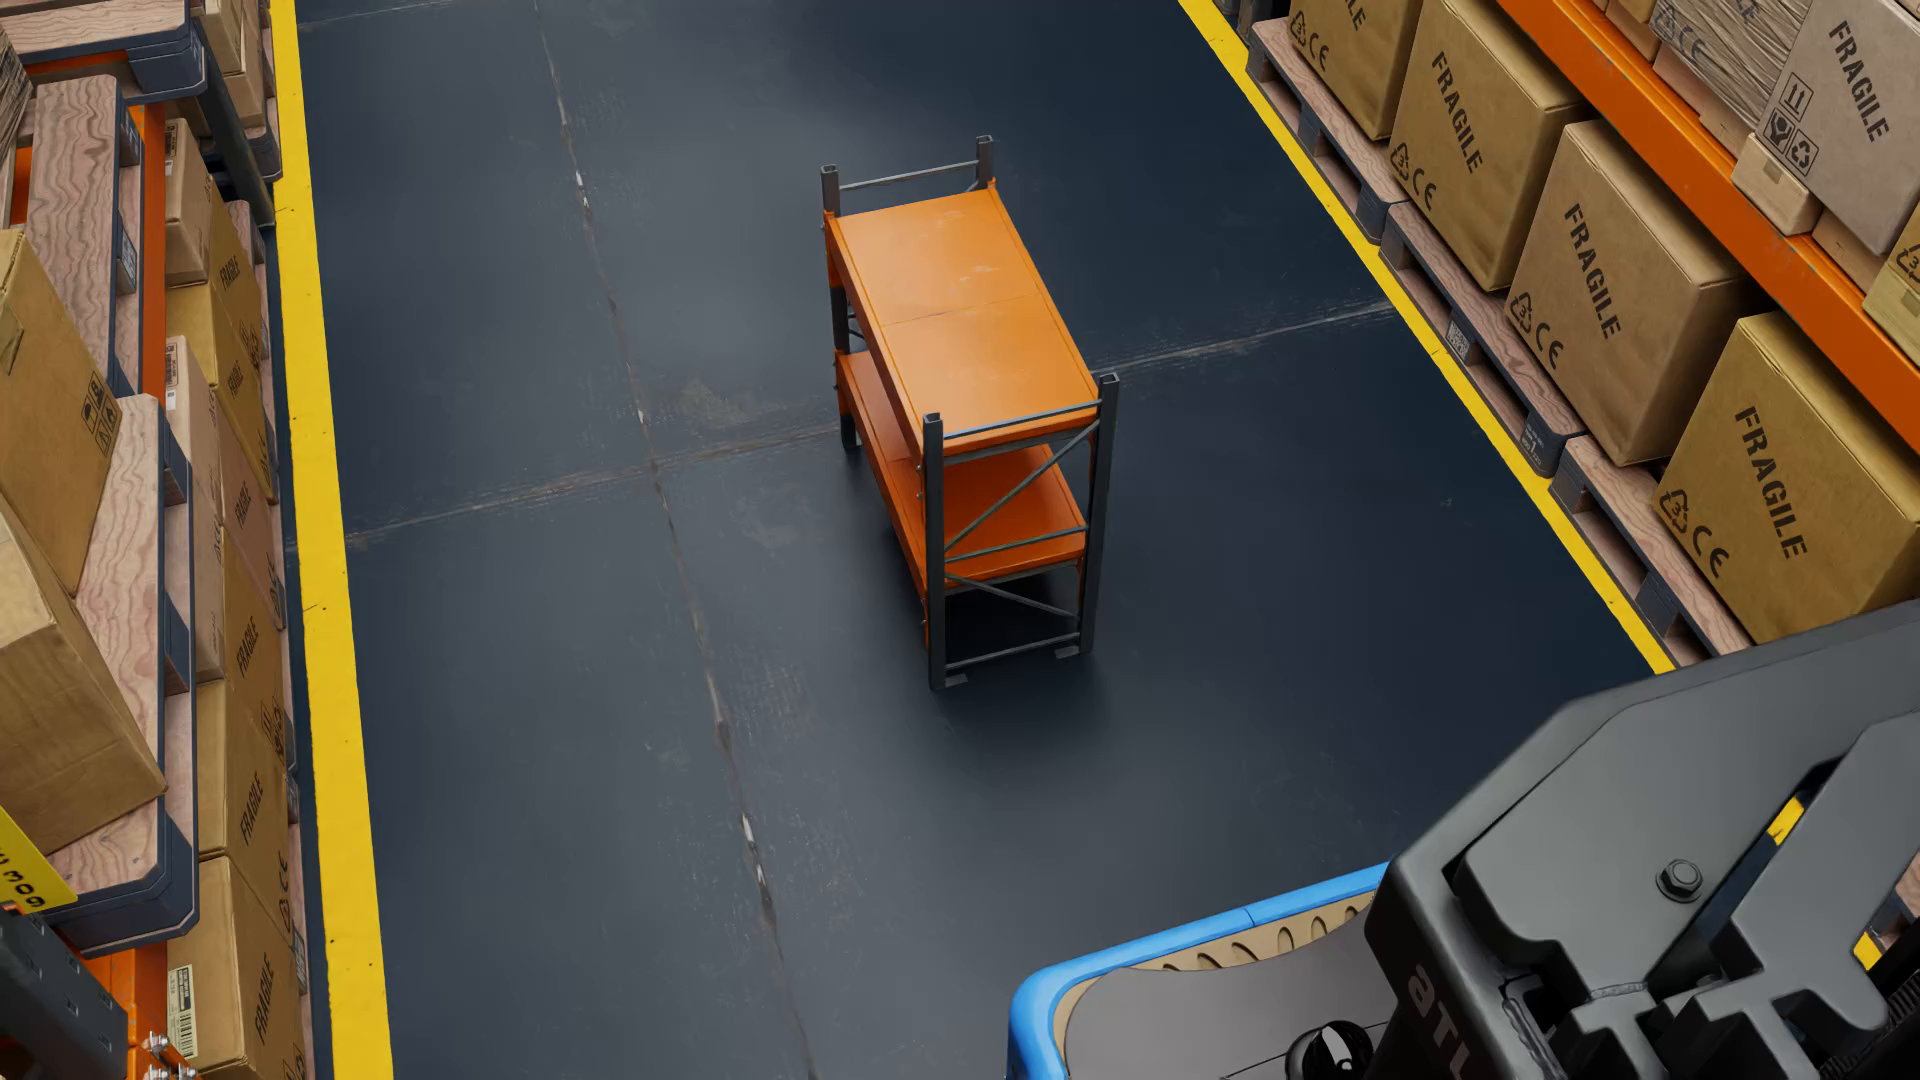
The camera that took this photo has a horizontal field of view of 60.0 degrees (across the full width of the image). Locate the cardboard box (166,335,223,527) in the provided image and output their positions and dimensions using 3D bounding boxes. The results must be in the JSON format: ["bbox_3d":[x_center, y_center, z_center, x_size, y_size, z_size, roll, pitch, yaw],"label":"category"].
[{"bbox_3d":[-2.234,-0.232,4.341,0.500,0.250,0.500,-14,51,-12],"label":"cardboard box"}]

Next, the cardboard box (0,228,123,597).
[{"bbox_3d":[-2.070,-0.202,3.118,0.700,0.500,0.500,-6,50,-5],"label":"cardboard box"}]

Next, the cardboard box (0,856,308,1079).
[{"bbox_3d":[-1.790,1.106,3.703,0.500,0.500,0.500,-15,52,-13],"label":"cardboard box"}]

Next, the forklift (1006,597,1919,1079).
[{"bbox_3d":[1.020,1.539,2.035,1.130,2.935,3.031,-14,51,-12],"label":"forklift"}]

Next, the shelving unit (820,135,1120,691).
[{"bbox_3d":[0.002,-0.358,4.816,0.538,1.125,1.048,-13,51,-11],"label":"shelving unit"}]

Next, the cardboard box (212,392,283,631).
[{"bbox_3d":[-2.248,-0.017,4.650,0.500,0.500,0.500,-15,52,-12],"label":"cardboard box"}]

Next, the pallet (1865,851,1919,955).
[{"bbox_3d":[3.002,1.200,4.101,1.003,0.211,1.213,-13,51,-11],"label":"pallet"}]

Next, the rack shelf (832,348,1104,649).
[{"bbox_3d":[0.002,-0.200,5.003,0.538,0.278,1.000,-13,51,-11],"label":"rack shelf"}]

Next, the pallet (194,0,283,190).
[{"bbox_3d":[-3.268,-1.782,6.614,1.003,0.211,1.213,-13,51,-11],"label":"pallet"}]

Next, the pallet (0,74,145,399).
[{"bbox_3d":[-2.483,-0.590,3.911,1.003,0.211,1.213,-13,51,-11],"label":"pallet"}]

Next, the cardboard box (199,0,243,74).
[{"bbox_3d":[-2.937,-1.950,6.089,0.500,0.311,0.500,-12,51,-10],"label":"cardboard box"}]

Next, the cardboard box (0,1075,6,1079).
[{"bbox_3d":[-1.486,1.125,2.274,0.500,0.500,0.500,-13,51,-10],"label":"cardboard box"}]

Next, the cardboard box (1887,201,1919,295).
[{"bbox_3d":[2.474,-0.687,3.594,0.500,0.500,0.500,-14,51,-12],"label":"cardboard box"}]

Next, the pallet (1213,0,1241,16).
[{"bbox_3d":[1.439,-2.866,7.528,1.003,0.211,1.213,-13,51,-11],"label":"pallet"}]

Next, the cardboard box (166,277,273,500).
[{"bbox_3d":[-2.409,-0.399,4.972,0.500,0.500,0.500,-15,51,-12],"label":"cardboard box"}]

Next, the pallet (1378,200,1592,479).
[{"bbox_3d":[2.187,-0.813,5.797,1.003,0.211,1.213,-13,51,-11],"label":"pallet"}]

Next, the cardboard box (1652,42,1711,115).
[{"bbox_3d":[2.147,-1.318,4.551,0.380,0.149,0.250,-15,51,-12],"label":"cardboard box"}]

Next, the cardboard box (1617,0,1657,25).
[{"bbox_3d":[2.021,-1.790,4.524,0.500,0.500,0.500,-12,51,-10],"label":"cardboard box"}]

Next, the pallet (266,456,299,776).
[{"bbox_3d":[-2.520,0.271,4.883,1.003,0.211,1.213,-13,51,-11],"label":"pallet"}]

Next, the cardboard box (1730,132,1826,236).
[{"bbox_3d":[2.216,-0.939,4.231,0.380,0.149,0.250,-13,51,-11],"label":"cardboard box"}]

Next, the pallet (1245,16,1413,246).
[{"bbox_3d":[1.830,-1.702,6.547,1.003,0.211,1.213,-13,51,-11],"label":"pallet"}]

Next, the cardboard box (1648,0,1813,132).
[{"bbox_3d":[2.174,-1.426,4.217,0.500,0.500,0.500,-13,51,-11],"label":"cardboard box"}]

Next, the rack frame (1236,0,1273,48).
[{"bbox_3d":[1.669,-3.194,5.981,1.000,3.000,0.127,-13,51,-11],"label":"rack frame"}]

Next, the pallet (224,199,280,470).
[{"bbox_3d":[-2.878,-0.618,5.633,1.003,0.211,1.213,-13,51,-11],"label":"pallet"}]

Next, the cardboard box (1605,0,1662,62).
[{"bbox_3d":[2.080,-1.515,4.717,0.380,0.149,0.250,-12,51,-10],"label":"cardboard box"}]

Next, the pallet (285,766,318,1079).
[{"bbox_3d":[-2.156,1.164,4.131,1.003,0.211,1.213,-13,51,-11],"label":"pallet"}]

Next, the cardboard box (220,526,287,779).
[{"bbox_3d":[-2.099,0.352,4.338,0.500,0.500,0.500,-13,51,-11],"label":"cardboard box"}]

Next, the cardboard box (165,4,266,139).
[{"bbox_3d":[-2.937,-1.769,6.303,0.500,0.250,0.500,-13,51,-11],"label":"cardboard box"}]

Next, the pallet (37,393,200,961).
[{"bbox_3d":[-2.011,0.304,3.157,1.003,0.211,1.213,-13,51,-11],"label":"pallet"}]

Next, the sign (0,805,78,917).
[{"bbox_3d":[-1.363,0.443,2.348,0.100,0.325,0.005,-13,51,-11],"label":"sign"}]

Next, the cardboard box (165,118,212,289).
[{"bbox_3d":[-2.541,-0.979,4.970,0.500,0.250,0.500,-12,51,-10],"label":"cardboard box"}]

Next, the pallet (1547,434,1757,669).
[{"bbox_3d":[2.552,0.080,5.045,1.003,0.211,1.213,-13,51,-11],"label":"pallet"}]

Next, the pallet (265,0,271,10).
[{"bbox_3d":[-3.626,-2.672,7.364,1.003,0.211,1.213,-13,51,-11],"label":"pallet"}]

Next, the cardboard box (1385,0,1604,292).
[{"bbox_3d":[2.014,-1.428,5.624,0.750,0.750,0.750,-14,51,-11],"label":"cardboard box"}]

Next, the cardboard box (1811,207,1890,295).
[{"bbox_3d":[2.351,-0.759,4.079,0.380,0.149,0.250,-12,51,-10],"label":"cardboard box"}]

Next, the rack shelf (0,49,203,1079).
[{"bbox_3d":[-2.471,-0.378,4.078,1.077,0.370,4.000,-13,51,-11],"label":"rack shelf"}]

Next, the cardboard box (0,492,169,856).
[{"bbox_3d":[-1.806,0.286,2.707,0.700,0.500,0.500,-30,56,-23],"label":"cardboard box"}]

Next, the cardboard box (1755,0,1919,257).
[{"bbox_3d":[2.314,-1.057,3.906,0.500,0.500,0.500,-13,51,-11],"label":"cardboard box"}]

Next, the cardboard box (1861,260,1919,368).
[{"bbox_3d":[2.384,-0.560,3.911,0.380,0.149,0.250,-12,51,-10],"label":"cardboard box"}]

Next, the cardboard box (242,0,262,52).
[{"bbox_3d":[-3.086,-2.136,6.613,0.500,0.250,0.500,-15,51,-12],"label":"cardboard box"}]

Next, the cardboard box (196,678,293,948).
[{"bbox_3d":[-1.958,0.719,4.029,0.500,0.500,0.500,-13,51,-10],"label":"cardboard box"}]

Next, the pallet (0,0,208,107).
[{"bbox_3d":[-2.795,-1.530,4.703,1.213,0.211,1.003,-13,51,-11],"label":"pallet"}]

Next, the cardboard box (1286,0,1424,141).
[{"bbox_3d":[1.761,-2.069,6.164,0.750,0.750,0.750,-14,51,-11],"label":"cardboard box"}]

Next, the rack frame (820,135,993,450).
[{"bbox_3d":[-0.148,-0.729,5.129,0.500,1.125,0.032,-13,51,-11],"label":"rack frame"}]

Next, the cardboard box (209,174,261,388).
[{"bbox_3d":[-2.561,-0.777,5.290,0.500,0.500,0.500,-12,51,-10],"label":"cardboard box"}]

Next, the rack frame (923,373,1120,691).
[{"bbox_3d":[0.152,0.014,4.503,0.500,1.125,0.032,-13,51,-11],"label":"rack frame"}]

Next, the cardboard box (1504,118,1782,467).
[{"bbox_3d":[2.270,-0.809,5.101,0.750,0.750,0.750,-12,51,-10],"label":"cardboard box"}]

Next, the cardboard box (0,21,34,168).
[{"bbox_3d":[-2.680,-1.093,3.869,0.700,0.500,0.500,-5,50,-4],"label":"cardboard box"}]

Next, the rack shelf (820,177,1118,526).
[{"bbox_3d":[0.002,-0.546,4.592,0.538,0.278,1.000,-13,51,-11],"label":"rack shelf"}]

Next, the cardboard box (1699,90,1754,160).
[{"bbox_3d":[2.207,-1.132,4.394,0.380,0.149,0.250,-13,51,-11],"label":"cardboard box"}]

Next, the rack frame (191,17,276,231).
[{"bbox_3d":[-3.062,-2.071,5.034,1.000,3.000,0.127,-13,51,-11],"label":"rack frame"}]

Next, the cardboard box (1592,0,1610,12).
[{"bbox_3d":[2.009,-1.709,4.880,0.380,0.149,0.250,-13,51,-11],"label":"cardboard box"}]

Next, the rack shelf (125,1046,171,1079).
[{"bbox_3d":[-1.288,2.543,1.615,1.077,0.370,4.000,-13,51,-11],"label":"rack shelf"}]

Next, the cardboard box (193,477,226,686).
[{"bbox_3d":[-2.085,0.134,4.032,0.500,0.250,0.500,-13,51,-11],"label":"cardboard box"}]

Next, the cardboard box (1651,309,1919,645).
[{"bbox_3d":[2.535,-0.160,4.554,0.750,0.750,0.750,-13,51,-11],"label":"cardboard box"}]
